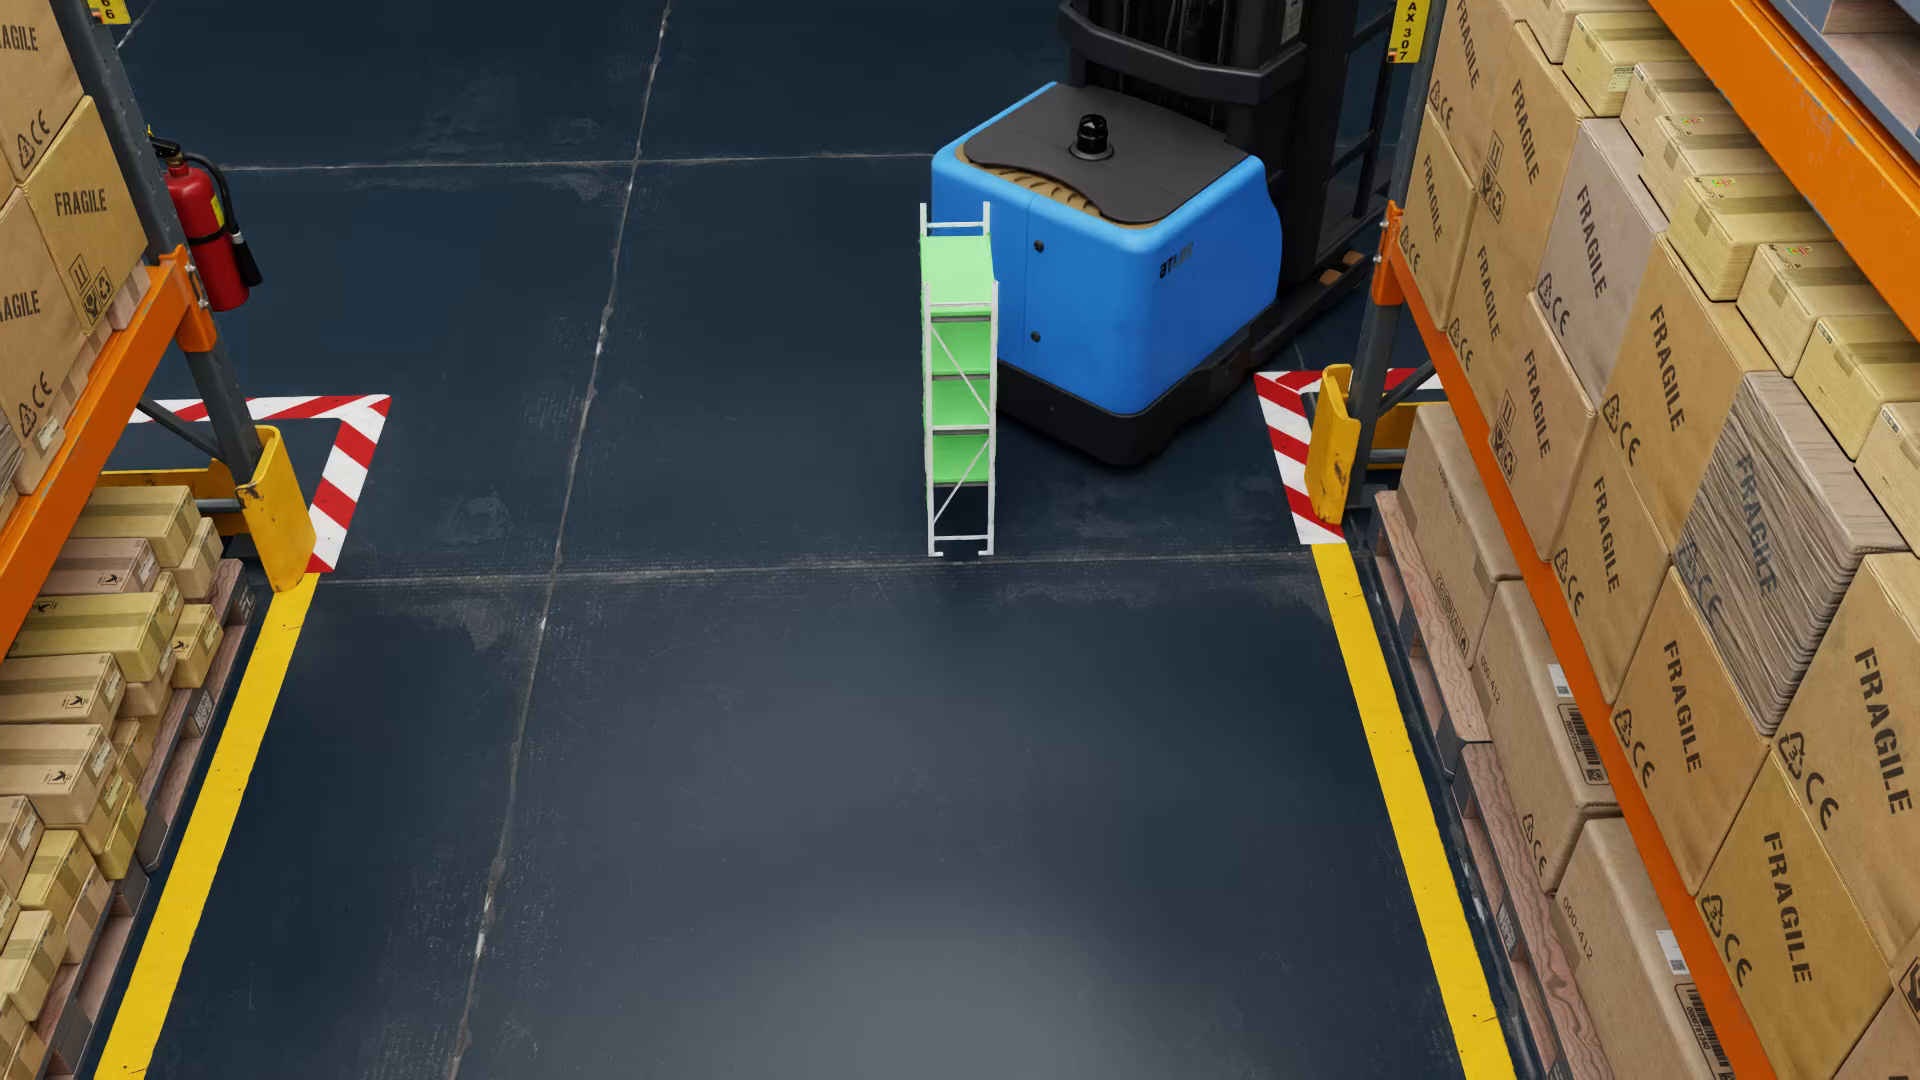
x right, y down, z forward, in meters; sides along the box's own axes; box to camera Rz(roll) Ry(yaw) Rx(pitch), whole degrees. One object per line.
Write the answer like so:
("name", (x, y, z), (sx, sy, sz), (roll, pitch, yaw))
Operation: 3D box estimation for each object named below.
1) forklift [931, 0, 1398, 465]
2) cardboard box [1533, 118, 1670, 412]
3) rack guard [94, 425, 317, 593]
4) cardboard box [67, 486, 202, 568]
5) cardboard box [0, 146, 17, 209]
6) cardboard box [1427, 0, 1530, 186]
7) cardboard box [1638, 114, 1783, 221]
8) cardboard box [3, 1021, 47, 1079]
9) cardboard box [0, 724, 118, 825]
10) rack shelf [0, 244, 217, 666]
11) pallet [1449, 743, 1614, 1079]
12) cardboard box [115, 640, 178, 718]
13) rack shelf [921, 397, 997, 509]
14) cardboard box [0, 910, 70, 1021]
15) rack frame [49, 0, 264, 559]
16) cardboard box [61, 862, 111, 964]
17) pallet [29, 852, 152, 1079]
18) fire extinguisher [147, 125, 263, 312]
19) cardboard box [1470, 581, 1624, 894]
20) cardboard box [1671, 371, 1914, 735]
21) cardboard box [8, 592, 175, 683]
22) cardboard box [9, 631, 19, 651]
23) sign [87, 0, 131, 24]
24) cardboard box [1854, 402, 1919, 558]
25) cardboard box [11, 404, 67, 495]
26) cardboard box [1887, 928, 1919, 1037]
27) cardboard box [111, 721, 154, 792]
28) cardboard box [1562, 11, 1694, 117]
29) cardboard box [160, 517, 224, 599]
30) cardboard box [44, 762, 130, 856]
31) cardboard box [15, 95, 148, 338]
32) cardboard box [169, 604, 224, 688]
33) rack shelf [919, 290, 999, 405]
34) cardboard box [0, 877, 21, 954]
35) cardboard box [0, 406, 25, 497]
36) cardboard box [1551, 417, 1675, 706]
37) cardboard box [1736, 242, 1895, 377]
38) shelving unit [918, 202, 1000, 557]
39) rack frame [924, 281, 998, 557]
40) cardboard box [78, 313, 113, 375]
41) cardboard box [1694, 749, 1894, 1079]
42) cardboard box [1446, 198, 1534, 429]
("forklift", (1.195, -2.304, 6.594), (1.130, 2.935, 3.031), (29, 50, 28))
("cardboard box", (1.733, -0.656, 3.931), (0.500, 0.500, 0.500), (-2, 43, -2))
("rack guard", (-3.000, -0.095, 5.984), (1.175, 0.500, 0.348), (-2, 43, -2))
("cardboard box", (-2.727, -0.041, 5.434), (0.380, 0.149, 0.250), (-1, 43, -1))
("cardboard box", (-2.713, -0.939, 4.021), (0.500, 0.500, 0.500), (-3, 43, -3))
("cardboard box", (1.674, -1.352, 4.691), (0.500, 0.500, 0.500), (-3, 43, -3))
("cardboard box", (1.717, -0.799, 3.608), (0.380, 0.149, 0.250), (-1, 43, -1))
("cardboard box", (-2.623, 1.399, 4.303), (0.380, 0.149, 0.250), (-3, 43, -3))
("cardboard box", (-2.621, 0.658, 4.671), (0.380, 0.149, 0.250), (0, 43, 0))
("rack shelf", (-2.918, 0.547, 3.965), (1.077, 0.370, 4.000), (-2, 43, -2))
("pallet", (2.099, 1.109, 4.884), (1.003, 0.211, 1.213), (-2, 43, -2))
("cardboard box", (-2.671, 0.417, 5.154), (0.380, 0.149, 0.250), (-3, 43, -4))
("rack shelf", (-0.007, -0.330, 6.172), (0.258, 0.148, 0.480), (-2, 43, -2))
("cardboard box", (-2.605, 1.125, 4.381), (0.380, 0.149, 0.250), (-1, 43, -1))
("rack frame", (-3.003, -1.068, 5.195), (1.000, 3.000, 0.127), (-2, 43, -2))
("cardboard box", (-2.646, 1.051, 4.683), (0.380, 0.149, 0.250), (-1, 43, -1))
("pallet", (-2.952, 1.382, 4.586), (1.003, 0.211, 1.213), (-2, 43, -2))
("fire extinguisher", (-2.552, -1.085, 5.547), (0.296, 0.674, 0.183), (-2, 43, -2))
("cardboard box", (2.114, 0.572, 4.992), (0.875, 0.438, 0.875), (-1, 43, -1))
("cardboard box", (1.768, 0.020, 3.195), (0.500, 0.500, 0.500), (-1, 43, -1))
("cardboard box", (-2.636, 0.301, 5.060), (0.380, 0.149, 0.250), (-3, 43, -3))
("cardboard box", (-3.207, 0.365, 5.431), (0.380, 0.149, 0.250), (-2, 43, -2))
("sign", (-2.447, -1.614, 4.700), (0.100, 0.325, 0.005), (-2, 43, -2))
("cardboard box", (1.798, -0.109, 2.855), (0.380, 0.149, 0.250), (-2, 43, -2))
("cardboard box", (-2.674, -0.254, 4.493), (0.380, 0.149, 0.250), (-1, 43, -1))
("cardboard box", (1.812, 0.706, 2.446), (0.500, 0.500, 0.500), (-2, 43, -2))
("cardboard box", (-2.711, 0.695, 5.071), (0.380, 0.149, 0.250), (-1, 43, -1))
("cardboard box", (1.685, -1.145, 3.985), (0.380, 0.149, 0.250), (-3, 43, -3))
("cardboard box", (-2.695, 0.066, 5.536), (0.380, 0.149, 0.250), (-3, 43, -3))
("cardboard box", (-2.637, 0.766, 4.773), (0.380, 0.149, 0.250), (-1, 43, -1))
("cardboard box", (-2.727, -0.919, 4.738), (0.500, 0.500, 0.500), (-1, 43, -1))
("cardboard box", (-2.660, 0.348, 5.449), (0.380, 0.149, 0.250), (0, 43, 0))
("rack shelf", (-0.007, -0.684, 5.847), (0.258, 0.148, 0.480), (-2, 43, -2))
("cardboard box", (-2.681, 1.015, 4.282), (0.380, 0.149, 0.250), (-1, 43, -2))
("cardboard box", (-2.679, -0.229, 3.986), (0.500, 0.500, 0.500), (-2, 43, -2))
("cardboard box", (1.763, 0.039, 3.913), (0.500, 0.500, 0.500), (0, 43, 0))
("cardboard box", (1.761, -0.452, 3.229), (0.380, 0.149, 0.250), (-2, 43, -2))
("shelving unit", (-0.007, -0.554, 5.966), (0.258, 1.200, 0.503), (-2, 43, -2))
("rack frame", (0.003, -0.389, 5.787), (0.240, 1.200, 0.015), (-2, 43, -2))
("cardboard box", (-2.734, -0.595, 4.865), (0.380, 0.149, 0.250), (-2, 43, -2))
("cardboard box", (1.806, 0.732, 3.157), (0.500, 0.500, 0.500), (-3, 43, -3))
("cardboard box", (1.721, -0.642, 4.657), (0.500, 0.500, 0.500), (-2, 43, -2))
